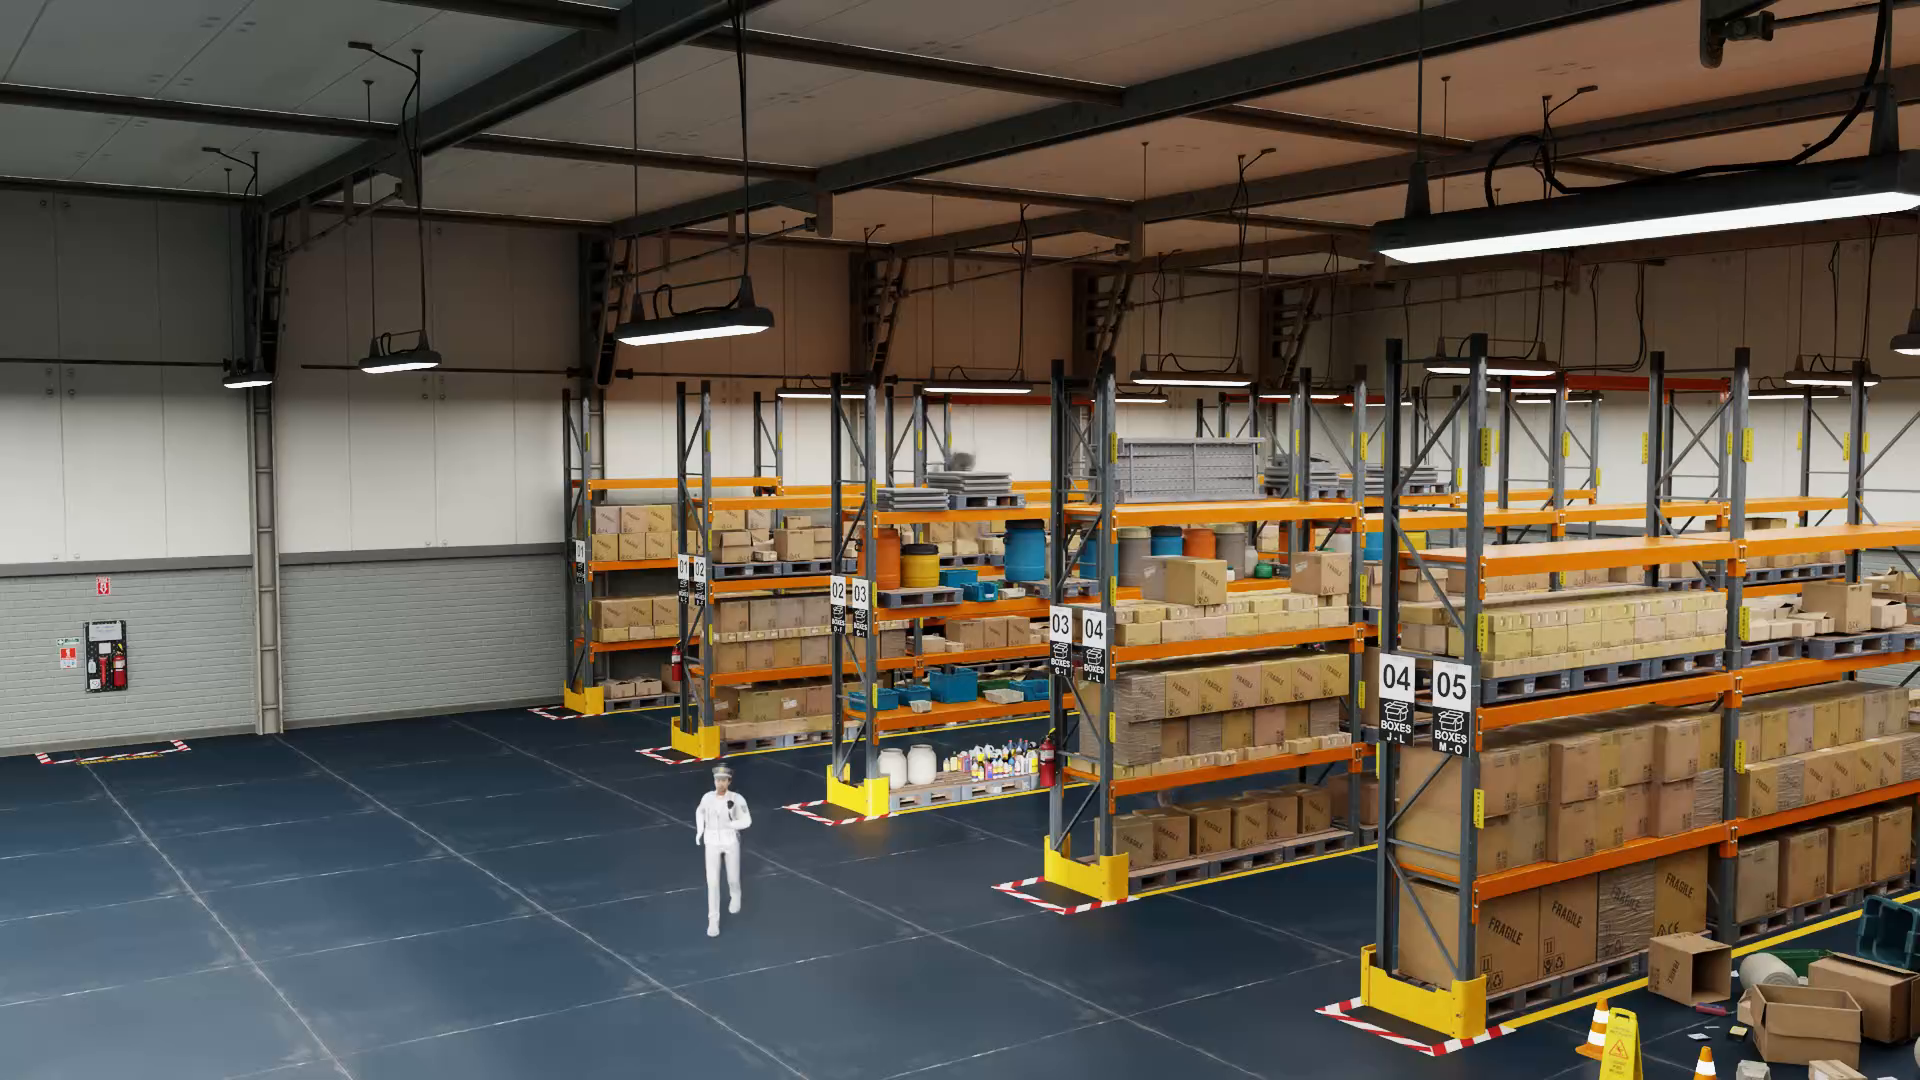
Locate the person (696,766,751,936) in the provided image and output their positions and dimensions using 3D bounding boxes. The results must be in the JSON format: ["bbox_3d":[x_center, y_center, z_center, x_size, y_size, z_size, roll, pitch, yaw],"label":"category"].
[{"bbox_3d":[-2.477,3.182,17.360,0.613,1.678,0.941,0,4,0],"label":"person"}]

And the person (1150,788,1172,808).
[{"bbox_3d":[2.707,2.891,22.298,0.619,1.675,0.658,-3,5,-43],"label":"person"}]
